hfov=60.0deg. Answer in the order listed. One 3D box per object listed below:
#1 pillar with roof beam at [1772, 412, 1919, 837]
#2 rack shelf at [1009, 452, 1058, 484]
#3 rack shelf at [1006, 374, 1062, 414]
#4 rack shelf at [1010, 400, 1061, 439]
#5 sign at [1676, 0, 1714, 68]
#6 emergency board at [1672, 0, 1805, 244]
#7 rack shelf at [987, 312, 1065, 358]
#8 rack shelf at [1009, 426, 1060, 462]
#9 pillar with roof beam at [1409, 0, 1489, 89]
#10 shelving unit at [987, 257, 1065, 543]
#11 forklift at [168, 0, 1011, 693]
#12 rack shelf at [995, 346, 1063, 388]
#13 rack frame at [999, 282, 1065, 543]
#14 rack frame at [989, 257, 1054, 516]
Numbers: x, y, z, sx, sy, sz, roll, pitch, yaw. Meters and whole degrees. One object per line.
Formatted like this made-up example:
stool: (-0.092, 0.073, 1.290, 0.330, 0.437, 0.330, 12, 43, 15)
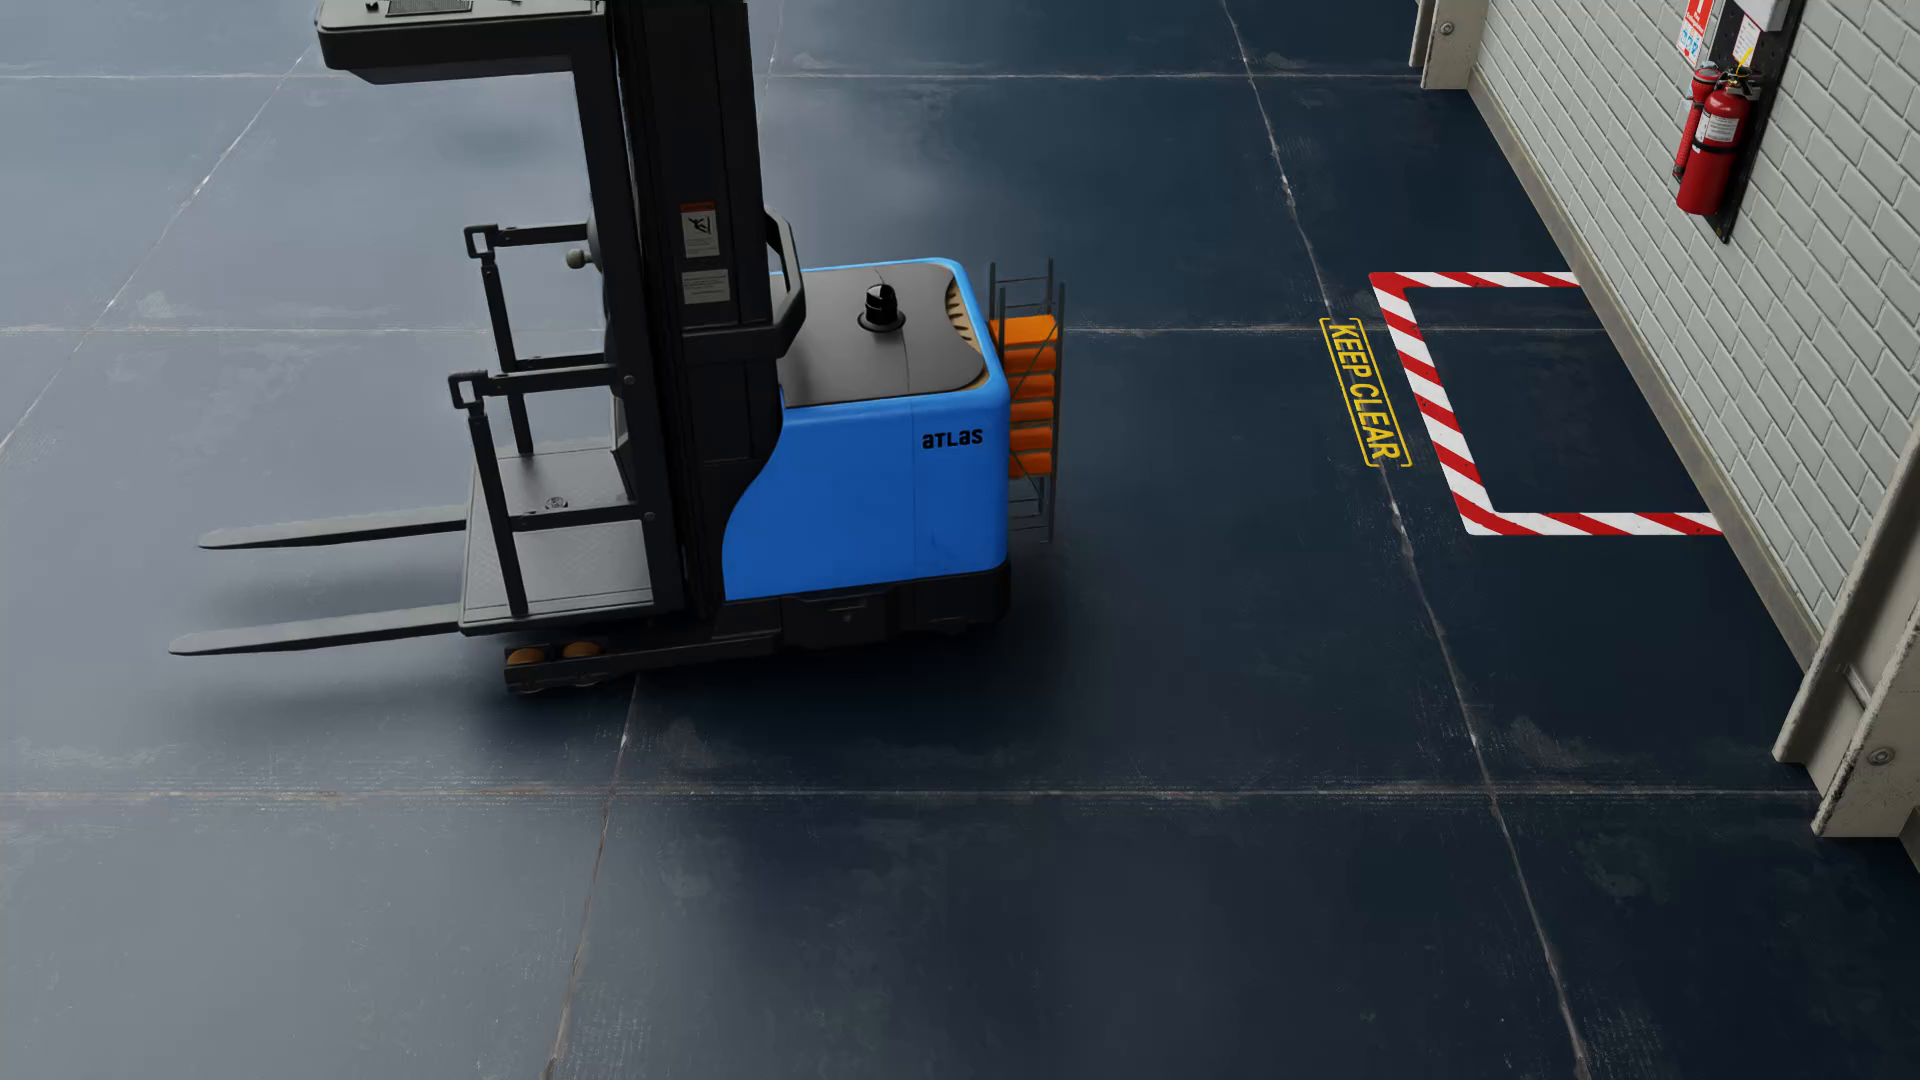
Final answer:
pillar with roof beam: (-1.307, -2.648, 2.858, 9.100, 9.000, 0.400, 0, 39, 0)
rack shelf: (0.243, -0.283, 6.598, 0.258, 0.103, 0.180, -6, 39, -8)
rack shelf: (0.244, -0.564, 6.373, 0.258, 0.103, 0.180, -6, 39, -8)
rack shelf: (0.244, -0.470, 6.448, 0.258, 0.103, 0.180, -6, 39, -8)
sign: (3.136, -2.215, 7.087, 0.001, 0.329, 0.234, 0, 39, 0)
emergency board: (3.034, -1.855, 6.667, 0.194, 1.169, 0.643, 0, 39, 0)
rack shelf: (0.244, -0.751, 6.223, 0.258, 0.103, 0.180, -6, 39, -8)
rack shelf: (0.243, -0.376, 6.523, 0.258, 0.103, 0.180, -6, 39, -8)
pillar with roof beam: (-1.314, -6.400, 7.540, 9.100, 9.000, 0.400, 0, 39, 0)
shelving unit: (0.244, -0.505, 6.420, 0.258, 1.200, 0.189, -6, 39, -8)
forklift: (-1.379, -0.945, 5.586, 3.031, 2.935, 1.130, -6, 39, -8)
rack shelf: (0.244, -0.657, 6.298, 0.258, 0.103, 0.180, -6, 39, -8)
rack frame: (0.260, -0.449, 6.350, 0.240, 1.200, 0.006, -6, 39, -8)
rack frame: (0.227, -0.561, 6.490, 0.240, 1.200, 0.006, -6, 39, -8)
